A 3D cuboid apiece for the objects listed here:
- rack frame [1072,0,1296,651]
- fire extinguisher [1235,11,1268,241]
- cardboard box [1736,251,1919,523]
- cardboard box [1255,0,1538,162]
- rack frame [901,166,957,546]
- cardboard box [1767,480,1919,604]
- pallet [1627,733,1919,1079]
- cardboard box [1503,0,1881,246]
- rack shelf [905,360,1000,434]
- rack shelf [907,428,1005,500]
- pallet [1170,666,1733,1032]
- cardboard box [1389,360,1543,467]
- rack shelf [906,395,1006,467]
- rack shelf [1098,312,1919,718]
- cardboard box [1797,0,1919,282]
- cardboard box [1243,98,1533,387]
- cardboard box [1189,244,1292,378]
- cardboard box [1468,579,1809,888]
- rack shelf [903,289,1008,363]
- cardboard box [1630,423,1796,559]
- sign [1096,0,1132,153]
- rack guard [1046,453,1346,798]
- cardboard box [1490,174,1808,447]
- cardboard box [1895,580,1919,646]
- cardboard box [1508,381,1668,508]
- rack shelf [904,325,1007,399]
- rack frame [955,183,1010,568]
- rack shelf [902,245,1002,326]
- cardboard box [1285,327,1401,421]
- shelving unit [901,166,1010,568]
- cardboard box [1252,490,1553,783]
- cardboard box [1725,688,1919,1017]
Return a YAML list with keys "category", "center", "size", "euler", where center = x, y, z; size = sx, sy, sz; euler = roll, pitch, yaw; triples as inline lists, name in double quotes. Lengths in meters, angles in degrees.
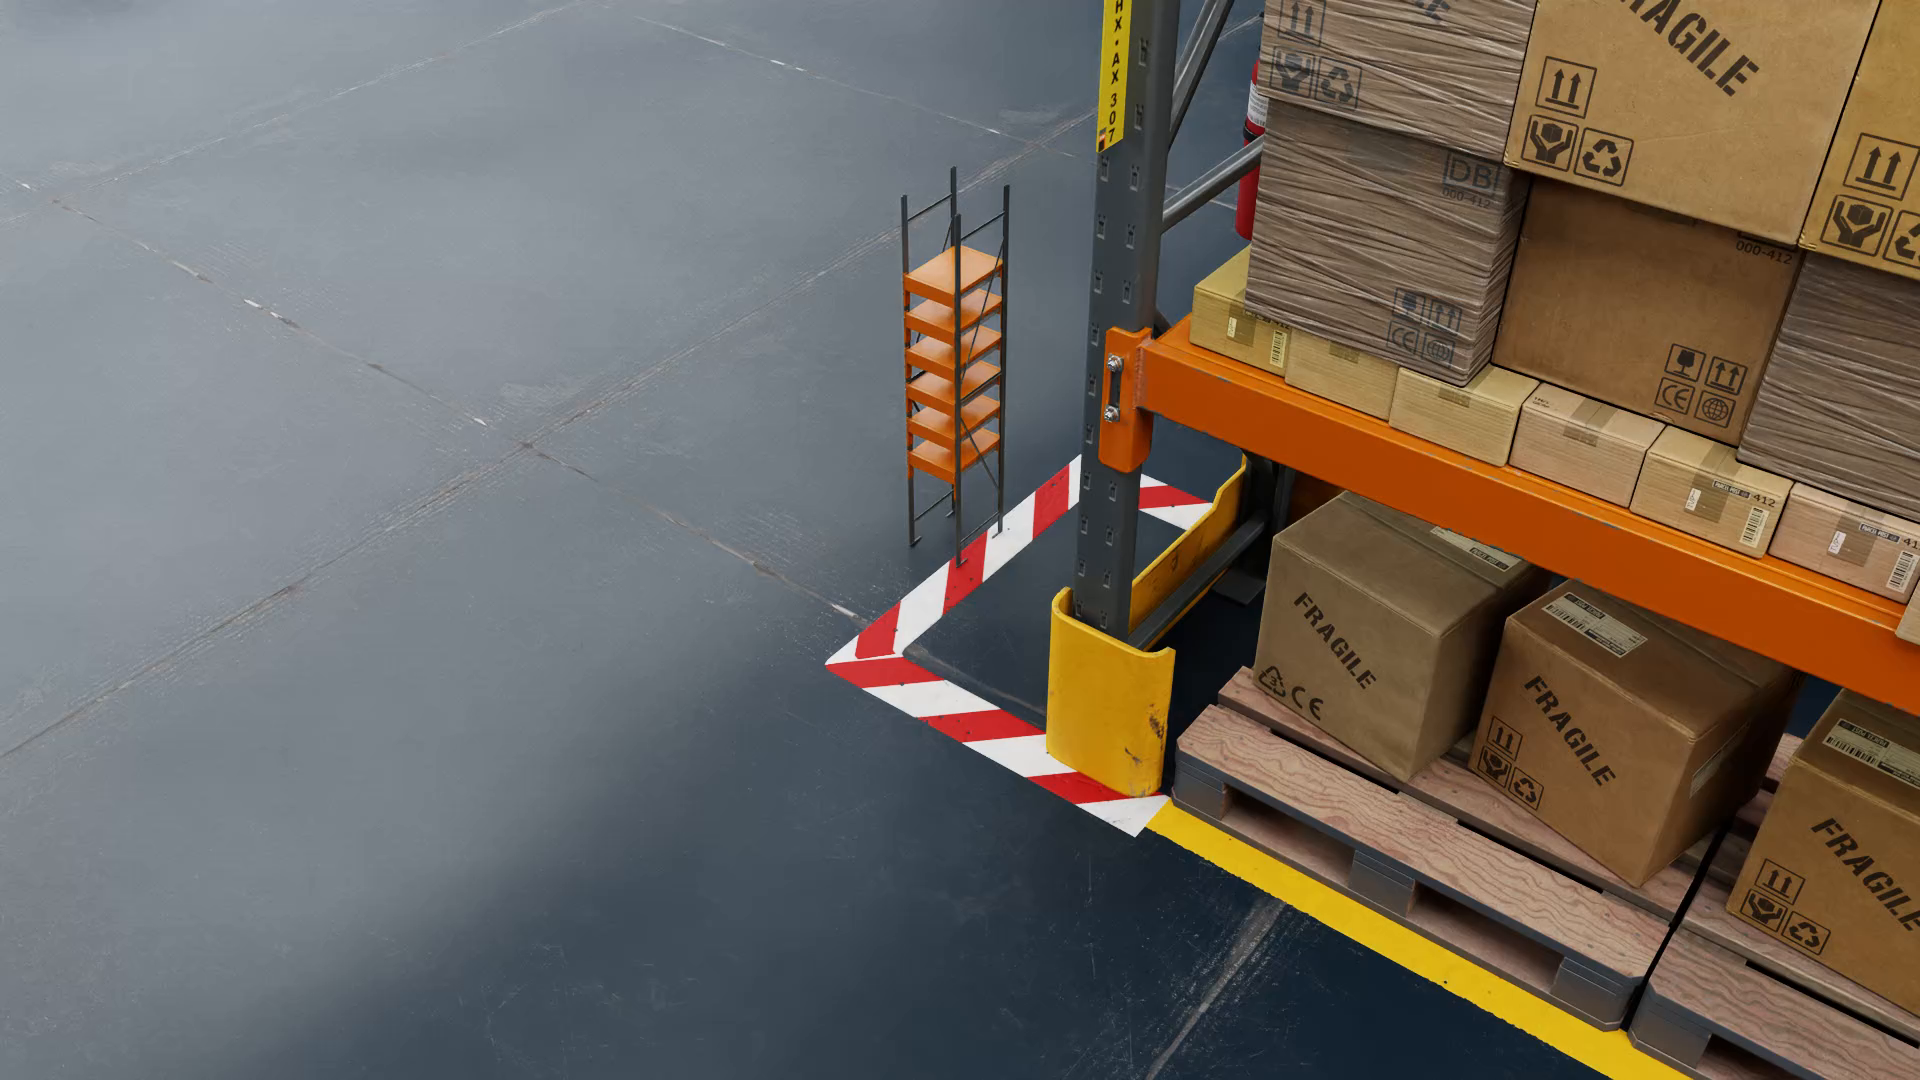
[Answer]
- category: "rack frame"
  center: [0.639, -0.864, 3.920]
  size: [0.127, 3.000, 1.000]
  euler: [25, 45, 29]
- category: "fire extinguisher"
  center: [0.828, -1.102, 4.287]
  size: [0.183, 0.674, 0.296]
  euler: [25, 45, 29]
- category: "cardboard box"
  center: [1.900, -0.464, 3.087]
  size: [0.500, 0.500, 0.875]
  euler: [25, 45, 29]
- category: "cardboard box"
  center: [0.910, -1.074, 3.056]
  size: [0.500, 0.500, 0.500]
  euler: [25, 45, 29]
- category: "rack frame"
  center: [-0.084, -0.512, 4.931]
  size: [0.006, 1.200, 0.240]
  euler: [25, 45, 29]
- category: "cardboard box"
  center: [1.717, -0.076, 3.118]
  size: [0.250, 0.149, 0.380]
  euler: [25, 45, 29]
- category: "pallet"
  center: [2.288, 1.041, 3.749]
  size: [1.213, 0.211, 1.003]
  euler: [25, 45, 29]
- category: "cardboard box"
  center: [1.303, -0.884, 2.812]
  size: [0.500, 0.500, 0.500]
  euler: [25, 45, 29]
- category: "rack shelf"
  center: [-0.012, -0.443, 4.915]
  size: [0.180, 0.103, 0.258]
  euler: [25, 45, 29]
- category: "rack shelf"
  center: [-0.012, -0.254, 5.062]
  size: [0.180, 0.103, 0.258]
  euler: [25, 45, 29]
- category: "pallet"
  center: [1.323, 0.584, 4.332]
  size: [1.213, 0.211, 1.003]
  euler: [25, 45, 29]
- category: "cardboard box"
  center: [1.097, -0.337, 3.451]
  size: [0.250, 0.149, 0.380]
  euler: [25, 45, 29]
- category: "rack shelf"
  center: [-0.012, -0.349, 4.988]
  size: [0.180, 0.103, 0.258]
  euler: [25, 45, 29]
- category: "rack shelf"
  center: [2.227, 0.169, 3.185]
  size: [4.000, 0.370, 1.077]
  euler: [25, 45, 29]
- category: "cardboard box"
  center: [1.701, -0.697, 2.574]
  size: [0.500, 0.500, 0.500]
  euler: [25, 45, 29]
- category: "cardboard box"
  center: [1.059, -0.801, 3.517]
  size: [0.500, 0.500, 0.875]
  euler: [25, 45, 29]
- category: "cardboard box"
  center: [0.720, -0.541, 3.712]
  size: [0.250, 0.149, 0.380]
  euler: [25, 45, 29]
- category: "cardboard box"
  center: [1.620, 0.404, 3.987]
  size: [0.500, 0.500, 0.500]
  euler: [-25, 45, -29]
- category: "rack shelf"
  center: [-0.012, -0.632, 4.767]
  size: [0.180, 0.103, 0.258]
  euler: [25, 45, 29]
- category: "cardboard box"
  center: [1.502, -0.157, 3.221]
  size: [0.250, 0.149, 0.380]
  euler: [25, 45, 29]
- category: "sign"
  center: [0.309, -0.939, 3.314]
  size: [0.005, 0.325, 0.100]
  euler: [25, 45, 29]
- category: "rack guard"
  center: [0.699, 0.149, 4.654]
  size: [0.348, 0.500, 1.175]
  euler: [25, 45, 29]
- category: "cardboard box"
  center: [1.529, -0.672, 3.353]
  size: [0.500, 0.500, 0.875]
  euler: [25, 45, 29]
- category: "cardboard box"
  center: [1.853, 0.068, 2.934]
  size: [0.250, 0.149, 0.380]
  euler: [25, 45, 29]
- category: "cardboard box"
  center: [1.308, -0.254, 3.345]
  size: [0.250, 0.149, 0.380]
  euler: [25, 45, 29]
- category: "rack shelf"
  center: [-0.012, -0.538, 4.841]
  size: [0.180, 0.103, 0.258]
  euler: [25, 45, 29]
- category: "rack frame"
  center: [0.061, -0.444, 4.843]
  size: [0.006, 1.200, 0.240]
  euler: [25, 45, 29]
- category: "rack shelf"
  center: [-0.012, -0.727, 4.693]
  size: [0.180, 0.103, 0.258]
  euler: [25, 45, 29]
- category: "cardboard box"
  center: [0.907, -0.438, 3.580]
  size: [0.250, 0.149, 0.380]
  euler: [25, 45, 29]
- category: "shelving unit"
  center: [-0.012, -0.478, 4.887]
  size: [0.189, 1.200, 0.258]
  euler: [25, 45, 29]
- category: "cardboard box"
  center: [1.124, 0.197, 4.252]
  size: [0.500, 0.500, 0.500]
  euler: [-29, 46, -32]
- category: "cardboard box"
  center: [2.106, 0.648, 3.676]
  size: [0.500, 0.500, 0.500]
  euler: [30, 47, 32]
